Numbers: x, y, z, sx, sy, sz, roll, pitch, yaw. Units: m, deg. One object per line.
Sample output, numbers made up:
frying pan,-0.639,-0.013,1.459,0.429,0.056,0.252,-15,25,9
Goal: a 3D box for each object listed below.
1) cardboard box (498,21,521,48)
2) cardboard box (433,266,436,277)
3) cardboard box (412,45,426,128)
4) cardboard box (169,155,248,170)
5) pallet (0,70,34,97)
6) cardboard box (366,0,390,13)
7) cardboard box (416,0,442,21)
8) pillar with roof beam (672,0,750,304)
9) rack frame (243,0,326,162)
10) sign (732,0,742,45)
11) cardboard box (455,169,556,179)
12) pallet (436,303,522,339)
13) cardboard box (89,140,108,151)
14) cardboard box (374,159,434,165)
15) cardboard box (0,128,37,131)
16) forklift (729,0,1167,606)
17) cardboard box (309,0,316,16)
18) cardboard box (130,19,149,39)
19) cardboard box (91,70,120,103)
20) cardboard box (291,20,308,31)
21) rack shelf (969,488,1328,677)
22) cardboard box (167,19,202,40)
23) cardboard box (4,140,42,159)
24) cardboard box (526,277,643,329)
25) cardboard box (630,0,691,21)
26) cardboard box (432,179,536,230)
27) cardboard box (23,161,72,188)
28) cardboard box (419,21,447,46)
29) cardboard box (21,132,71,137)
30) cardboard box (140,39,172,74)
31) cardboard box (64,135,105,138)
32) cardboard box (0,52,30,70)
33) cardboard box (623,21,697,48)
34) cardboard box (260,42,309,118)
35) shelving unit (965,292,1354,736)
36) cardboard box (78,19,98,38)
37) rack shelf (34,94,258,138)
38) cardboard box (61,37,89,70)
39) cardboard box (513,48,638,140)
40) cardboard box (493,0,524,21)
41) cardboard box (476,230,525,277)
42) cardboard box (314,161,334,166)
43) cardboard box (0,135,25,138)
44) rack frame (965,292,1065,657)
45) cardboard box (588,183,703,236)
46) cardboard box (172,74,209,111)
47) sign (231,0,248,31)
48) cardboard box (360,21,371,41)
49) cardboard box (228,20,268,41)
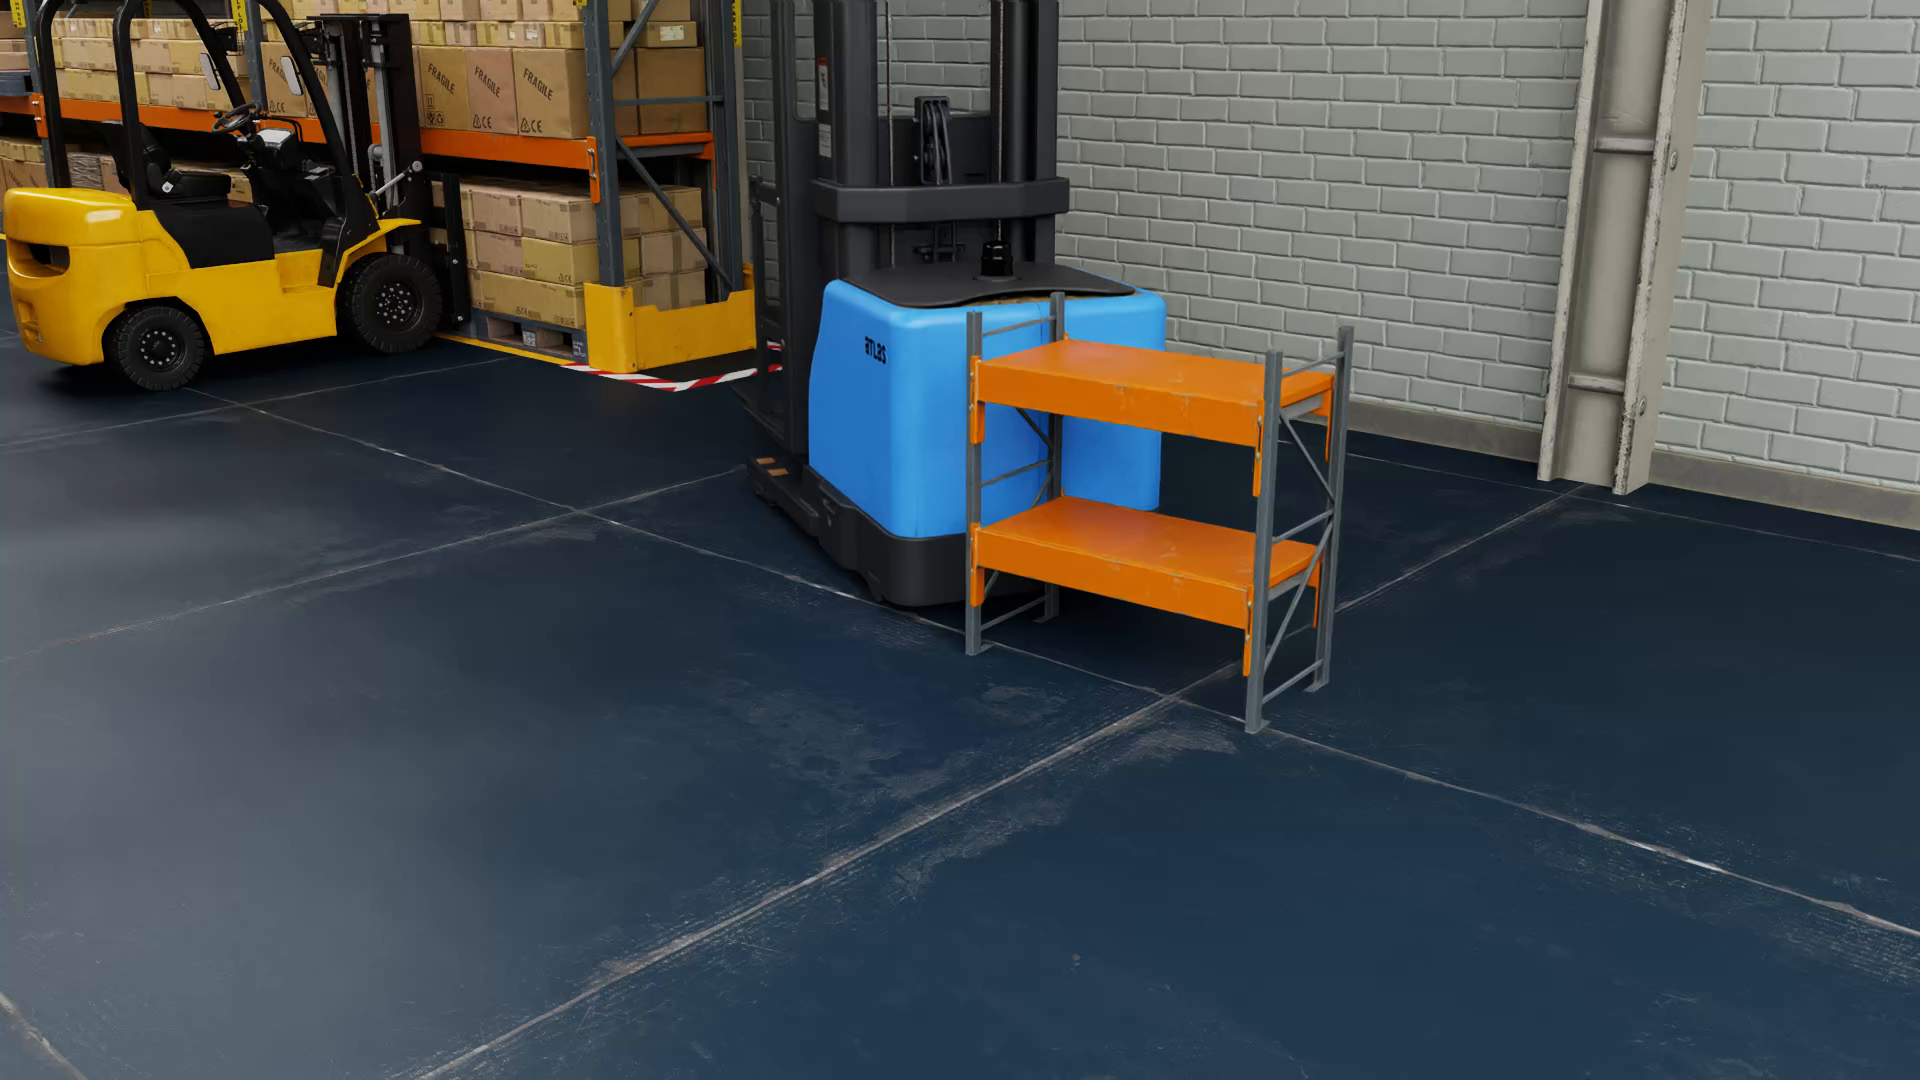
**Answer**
cardboard box,-2.535,-3.033,9.972,0.250,0.149,0.380,16,23,40
cardboard box,-3.424,-1.776,11.099,0.500,0.250,0.500,16,24,41
cardboard box,-3.417,-2.954,10.796,0.500,0.500,0.500,15,23,40
cardboard box,-6.254,-2.841,13.837,0.625,0.625,0.875,14,22,37
pallet,-8.263,-4.194,15.187,1.003,0.211,1.213,15,23,39
cardboard box,-3.660,-3.489,10.918,0.250,0.149,0.380,15,23,39
cardboard box,-3.155,-3.316,10.372,0.250,0.149,0.380,16,23,40
pillar with roof beam,-4.506,-4.789,6.824,0.400,9.000,9.100,15,23,39
rack frame,-4.717,-3.363,12.248,0.127,3.000,1.000,15,23,39
sign,-1.353,-3.134,9.966,0.005,0.325,0.100,15,23,39
cardboard box,-3.081,-2.372,11.324,0.500,0.250,0.500,14,23,38
pallet,-3.234,-1.619,11.365,1.213,0.211,1.003,15,23,39
cardboard box,-7.892,-3.659,15.547,0.250,0.149,0.380,17,24,42
cardboard box,-4.221,-2.674,12.276,0.500,0.250,0.500,16,23,40
cardboard box,-9.637,-4.134,17.045,0.250,0.149,0.380,14,22,37
forklift,-0.281,-1.577,6.734,1.130,2.935,3.031,-7,19,-21
cardboard box,-4.224,-3.649,11.421,0.250,0.149,0.380,14,23,38
cardboard box,-6.345,-4.023,13.093,0.250,0.149,0.380,14,23,38
cardboard box,-6.777,-3.746,13.704,0.500,0.250,0.500,14,22,38
cardboard box,-4.459,-3.544,11.583,0.250,0.149,0.380,16,23,41
rack shelf,0.586,0.108,5.219,1.000,0.278,0.538,13,22,35
cardboard box,-5.758,-3.869,12.607,0.250,0.149,0.380,14,22,38
cardboard box,-8.639,-3.636,15.476,0.250,0.149,0.380,14,22,37
cardboard box,-2.287,-1.472,10.142,0.500,0.250,0.500,15,23,40
cardboard box,-1.835,-3.174,9.924,0.250,0.149,0.380,14,23,38
cardboard box,-3.047,-2.148,10.619,0.500,0.250,0.500,15,23,40
cardboard box,-8.168,-3.211,15.208,0.500,0.500,0.500,16,24,41
cardboard box,-3.147,-3.174,10.418,0.250,0.149,0.380,15,23,40
cardboard box,-9.069,-3.970,16.529,0.250,0.149,0.380,14,22,37
cardboard box,-6.023,-3.776,12.972,0.500,0.250,0.500,16,23,40
cardboard box,-8.454,-3.826,16.073,0.250,0.149,0.380,14,22,37
cardboard box,-8.455,-4.291,14.895,0.250,0.149,0.380,16,23,40
cardboard box,-1.807,-3.043,10.004,0.250,0.149,0.380,14,23,38
cardboard box,-4.559,-3.262,11.766,0.500,0.500,0.500,14,22,38
shelving unit,0.586,-0.125,5.145,1.048,1.125,0.538,13,22,35
cardboard box,-7.053,-4.243,13.785,0.250,0.149,0.380,15,23,40
rack shelf,-6.213,-3.421,13.622,4.000,0.370,1.077,15,23,39
cardboard box,-7.166,-4.087,13.953,0.500,0.250,0.500,16,24,41
cardboard box,-2.268,-2.646,9.826,0.500,0.500,0.500,14,23,38
cardboard box,-2.552,-3.171,9.916,0.250,0.149,0.380,16,23,40
cardboard box,-2.665,-1.817,10.404,0.500,0.250,0.500,15,23,39
cardboard box,-4.564,-2.561,11.920,0.500,0.250,0.500,15,23,38
cardboard box,-9.220,-3.798,15.986,0.250,0.149,0.380,14,22,37
rack frame,0.181,-0.218,5.438,0.032,1.125,0.500,13,22,35
cardboard box,-1.960,-2.065,10.358,0.500,0.250,0.500,15,23,38
cardboard box,-5.648,-3.433,12.717,0.500,0.250,0.500,15,23,39
sign,-5.070,-3.752,11.692,0.005,0.325,0.100,15,23,39
cardboard box,-3.715,-3.332,10.915,0.250,0.149,0.380,14,22,38
cardboard box,-5.120,-3.738,12.193,0.250,0.149,0.380,16,24,41
